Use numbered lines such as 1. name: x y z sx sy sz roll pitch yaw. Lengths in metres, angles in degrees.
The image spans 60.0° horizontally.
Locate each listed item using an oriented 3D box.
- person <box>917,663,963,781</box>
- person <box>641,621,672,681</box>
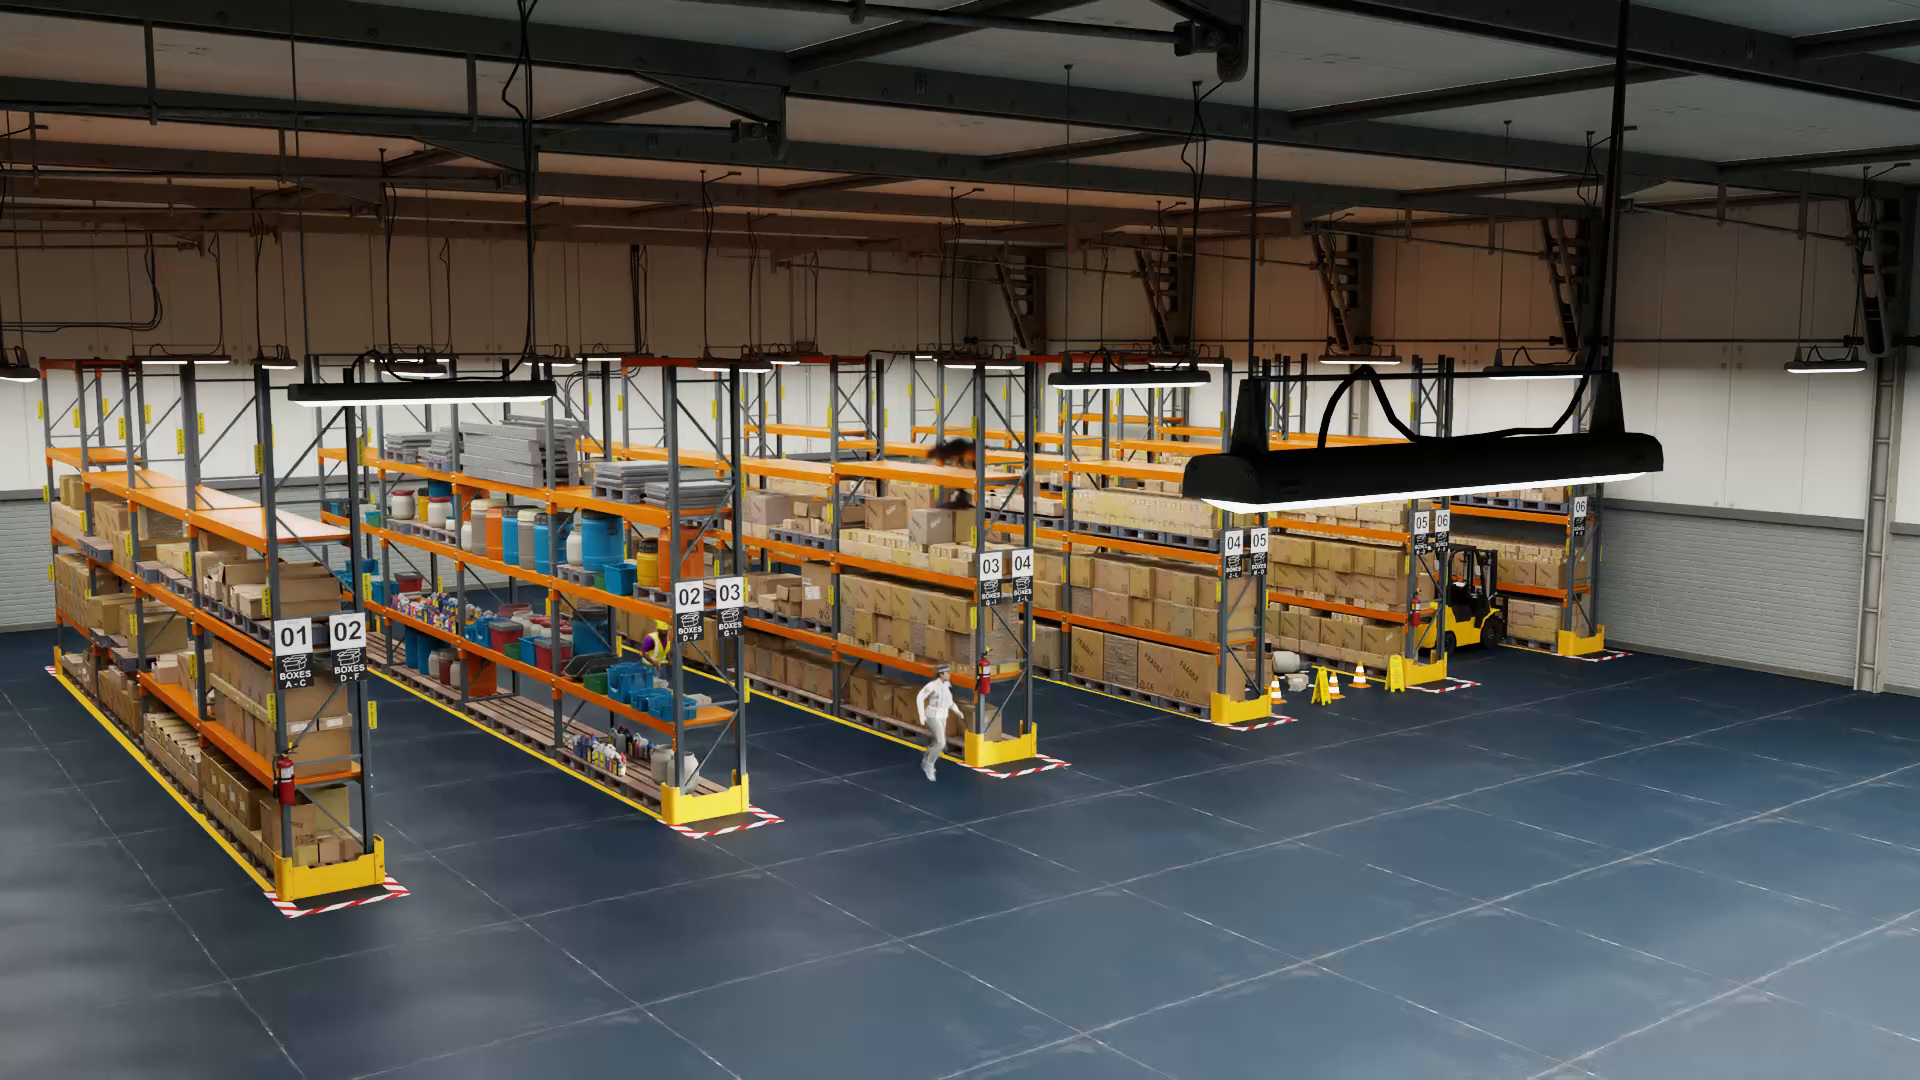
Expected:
1. person: -0.303 2.633 24.149 0.707 1.711 0.612 5 8 34
2. person: -5.235 2.115 28.533 0.939 1.600 0.673 5 8 36
